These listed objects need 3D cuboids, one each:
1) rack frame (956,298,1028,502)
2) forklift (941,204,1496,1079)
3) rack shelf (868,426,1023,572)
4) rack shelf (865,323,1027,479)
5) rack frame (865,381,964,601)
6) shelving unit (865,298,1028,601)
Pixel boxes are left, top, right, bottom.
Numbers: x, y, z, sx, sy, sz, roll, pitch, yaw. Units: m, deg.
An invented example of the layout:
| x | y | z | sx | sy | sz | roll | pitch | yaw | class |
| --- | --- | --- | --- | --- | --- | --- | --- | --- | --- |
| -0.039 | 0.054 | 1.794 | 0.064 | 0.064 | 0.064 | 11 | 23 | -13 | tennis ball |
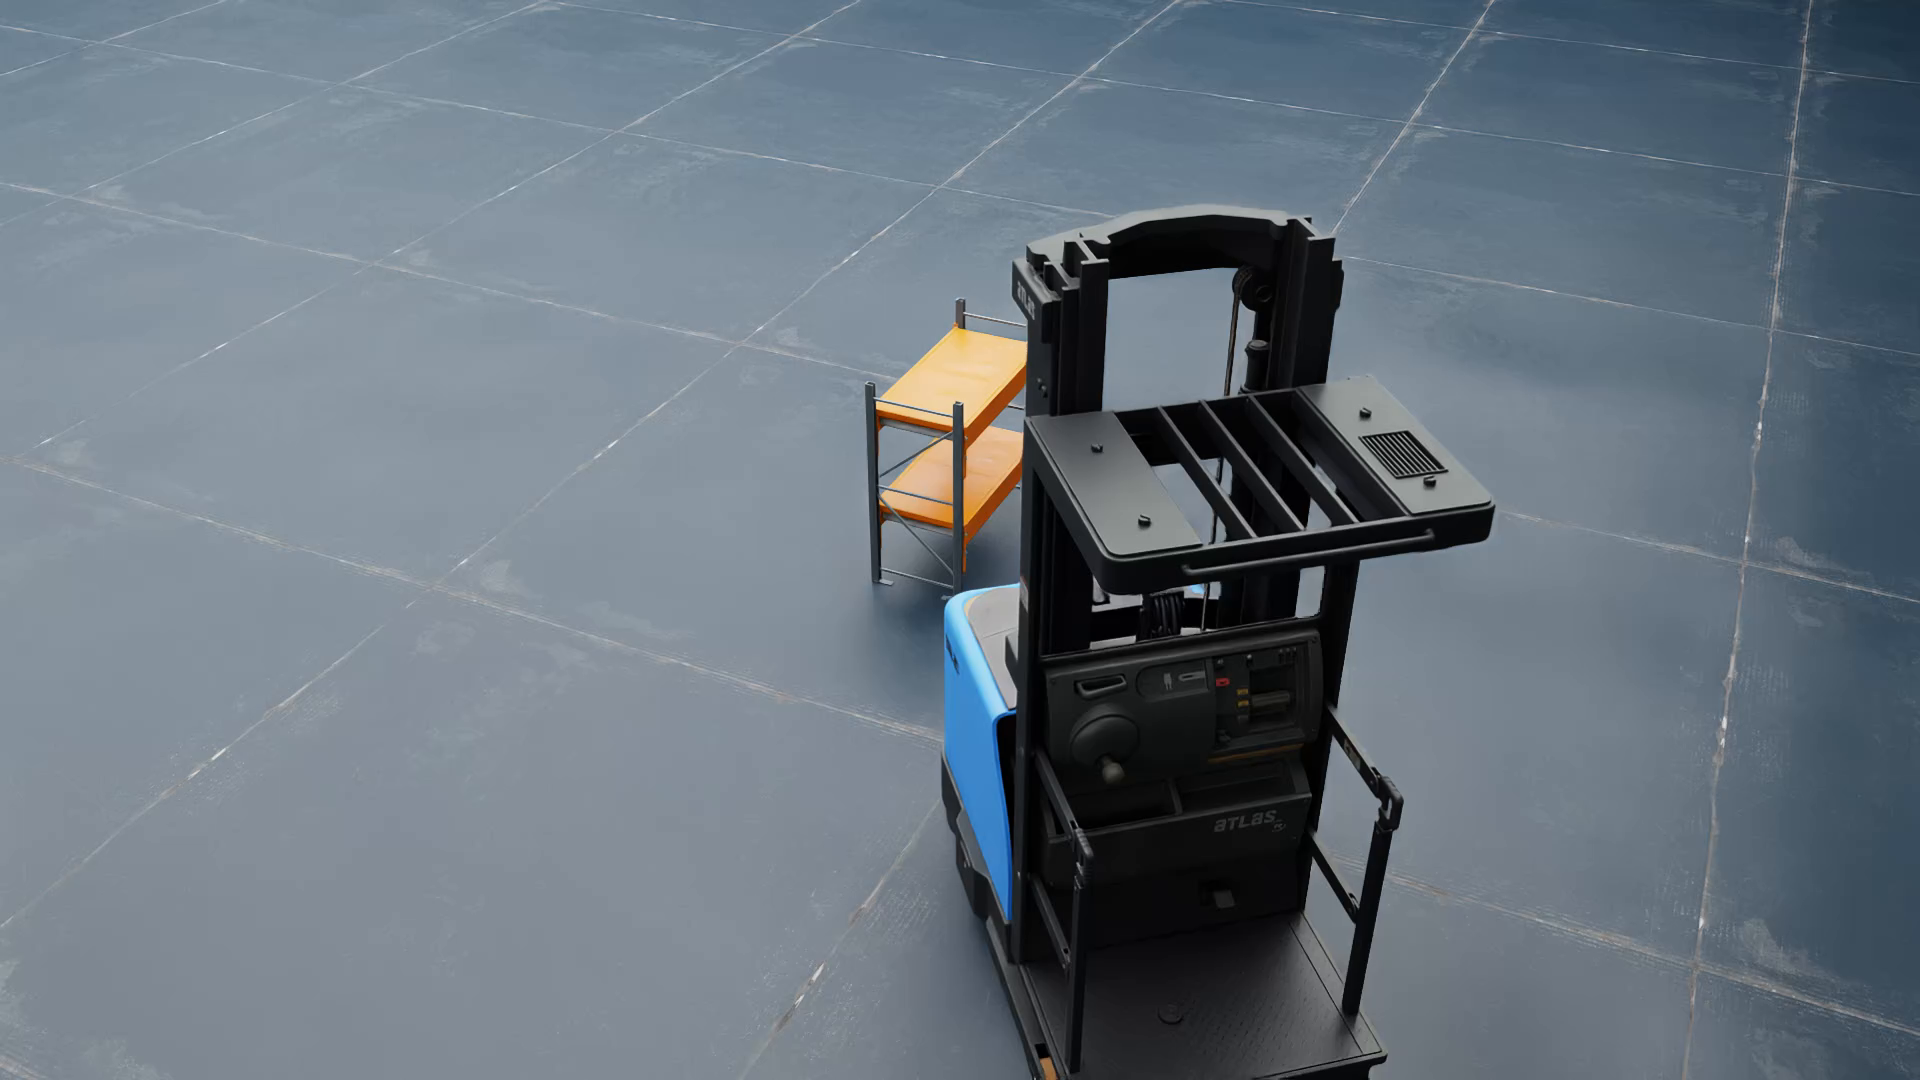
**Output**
| x | y | z | sx | sy | sz | roll | pitch | yaw | class |
| --- | --- | --- | --- | --- | --- | --- | --- | --- | --- |
| 0.210 | -0.720 | 8.823 | 0.500 | 1.125 | 0.032 | 14 | 36 | 20 | rack frame |
| 0.781 | 0.597 | 5.167 | 1.130 | 2.935 | 3.031 | -8 | 34 | -12 | forklift |
| -0.003 | -0.263 | 8.570 | 0.538 | 0.278 | 1.000 | 14 | 36 | 20 | rack shelf |
| -0.003 | -0.712 | 8.276 | 0.538 | 0.278 | 1.000 | 14 | 36 | 20 | rack shelf |
| -0.216 | -0.214 | 8.050 | 0.500 | 1.125 | 0.032 | 14 | 36 | 20 | rack frame |
| -0.003 | -0.467 | 8.436 | 0.538 | 1.125 | 1.048 | 14 | 36 | 20 | shelving unit |
